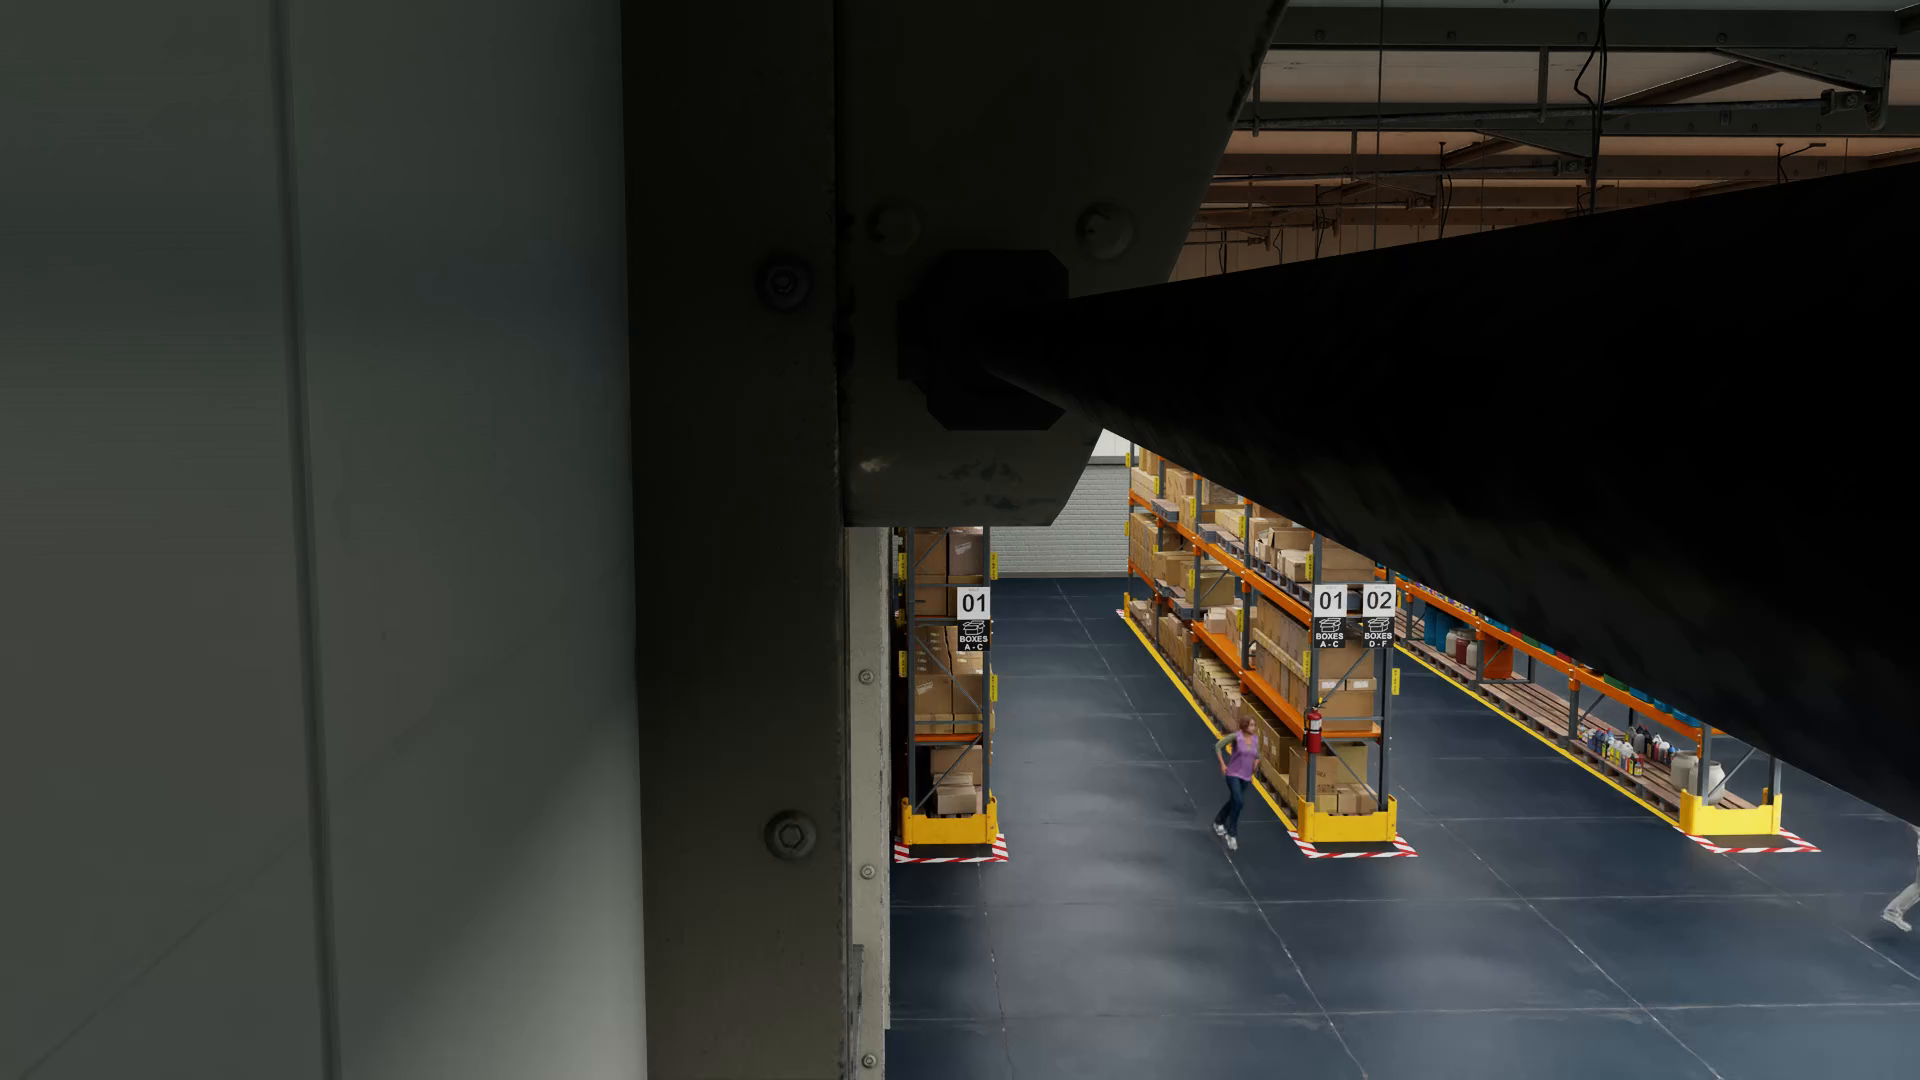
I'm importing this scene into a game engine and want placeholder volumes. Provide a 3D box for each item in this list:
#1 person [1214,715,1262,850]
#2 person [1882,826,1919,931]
[{"bbox_3d":[3.428,2.944,20.508,0.568,1.611,0.695,-4,8,-26],"label":"person"},{"bbox_3d":[10.020,3.254,17.056,0.877,1.791,0.588,3,8,20],"label":"person"}]
